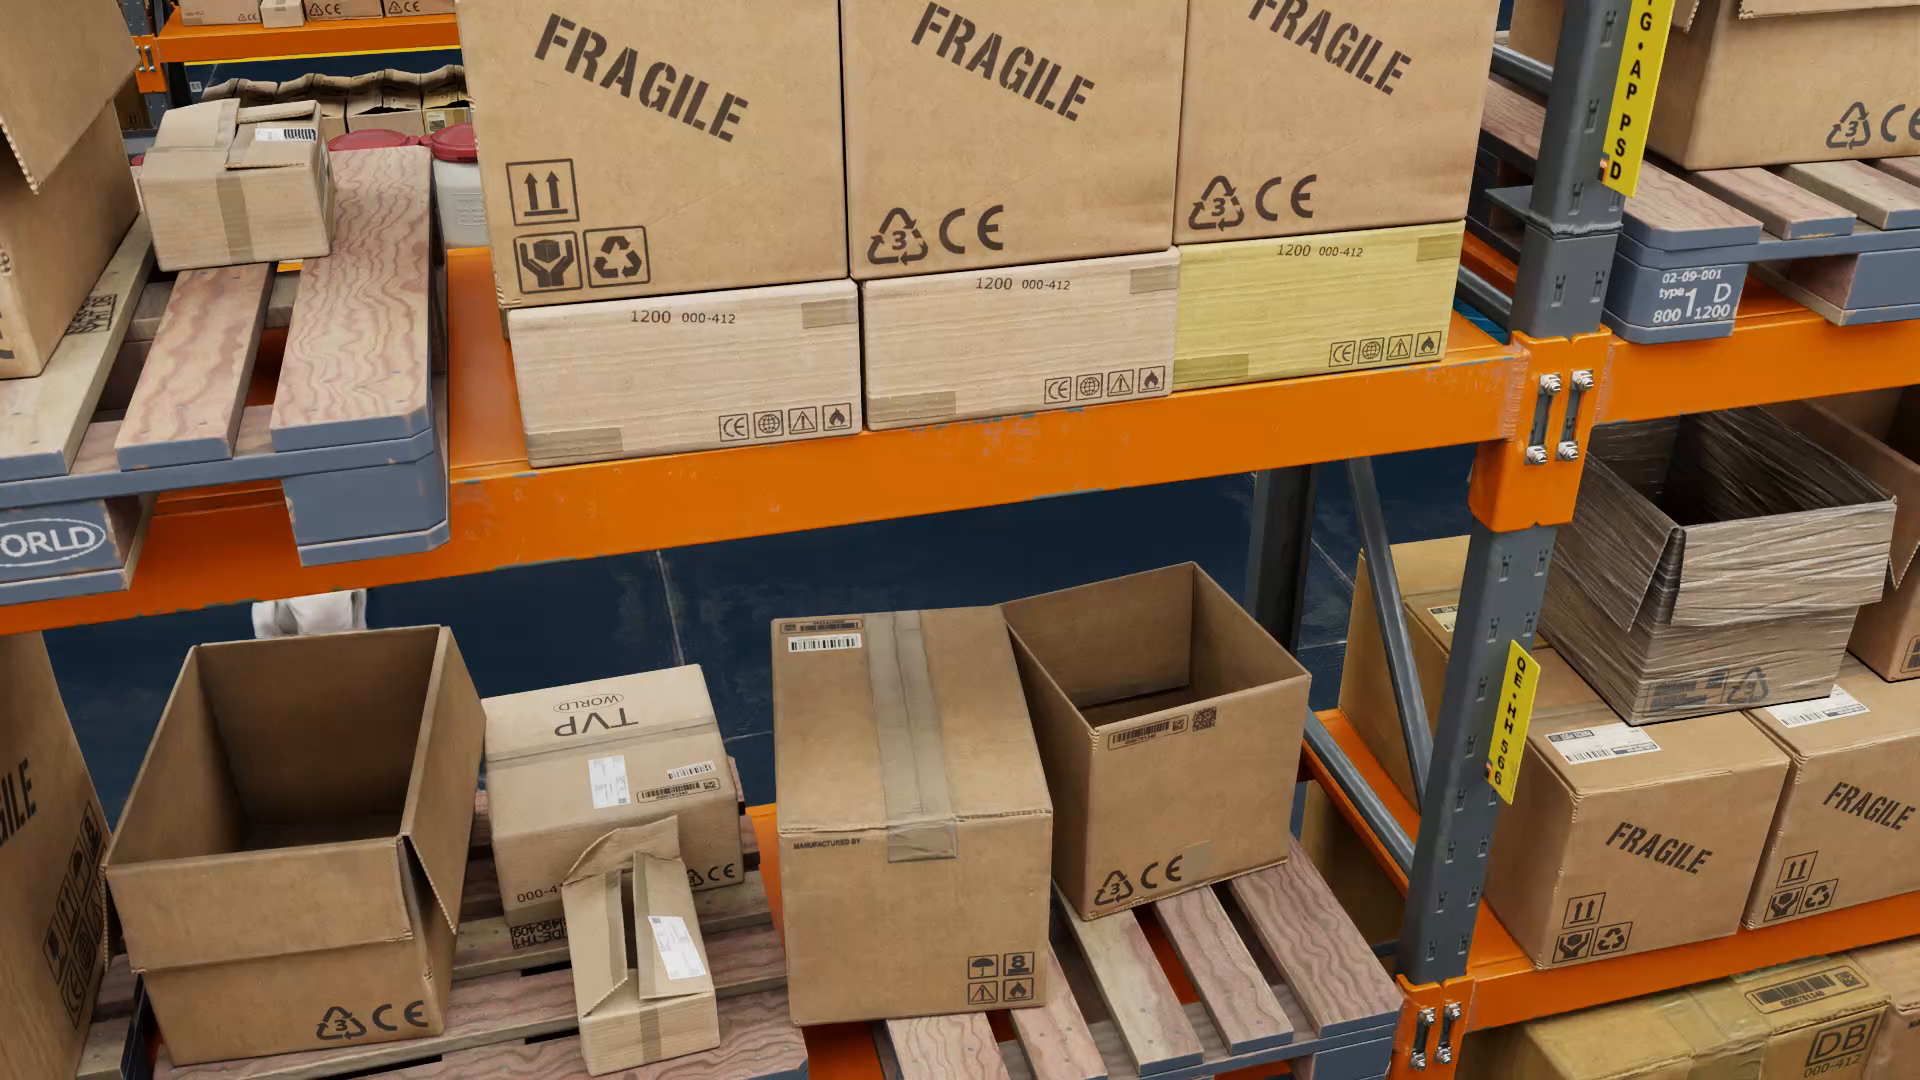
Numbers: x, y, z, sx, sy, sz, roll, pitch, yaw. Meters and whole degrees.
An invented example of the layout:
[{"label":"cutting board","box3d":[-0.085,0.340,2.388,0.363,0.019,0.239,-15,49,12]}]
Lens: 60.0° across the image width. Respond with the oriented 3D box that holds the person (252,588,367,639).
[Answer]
[{"label":"person","box3d":[-1.961,0.482,5.233,0.540,1.756,0.567,-9,31,-15]}]
